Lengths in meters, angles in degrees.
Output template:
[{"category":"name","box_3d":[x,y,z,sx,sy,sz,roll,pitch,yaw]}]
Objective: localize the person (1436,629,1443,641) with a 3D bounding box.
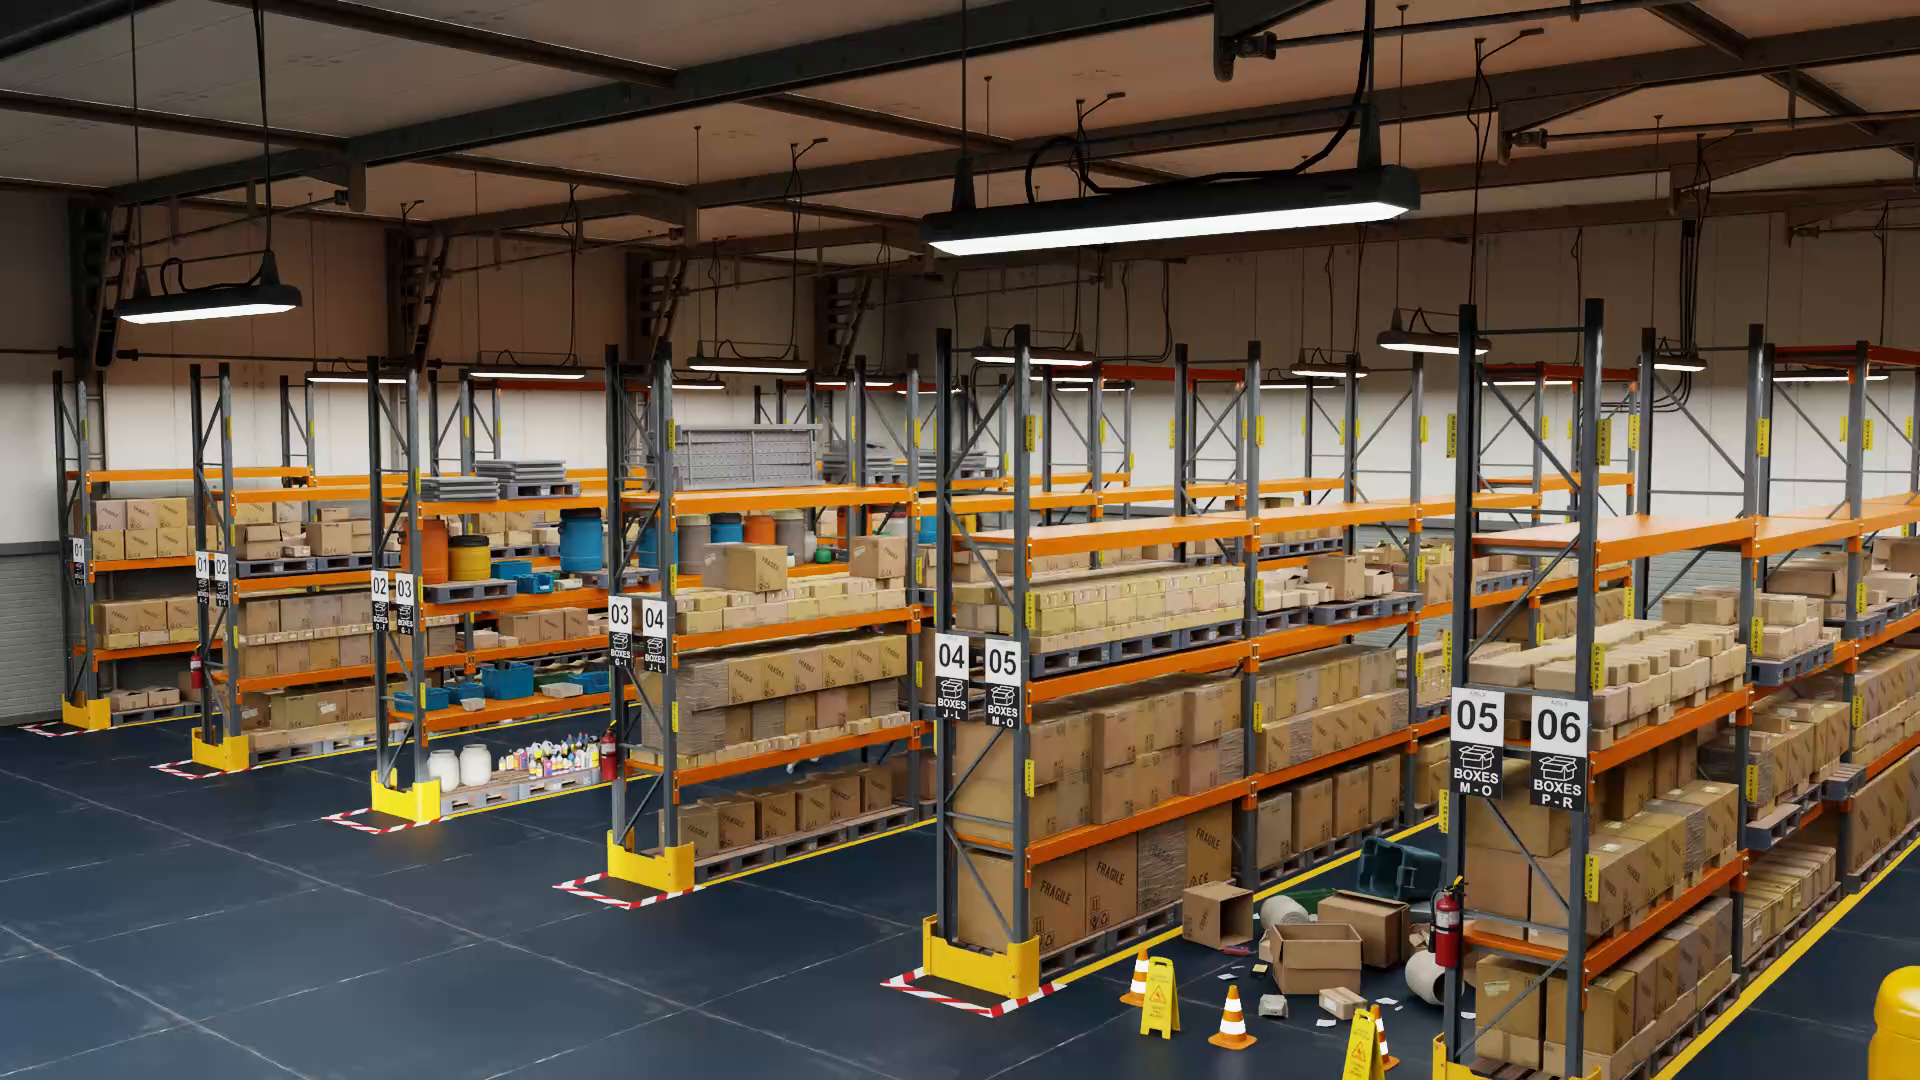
[{"category":"person","box_3d":[8.129,2.342,28.056,0.607,1.686,0.774,4,6,45]}]

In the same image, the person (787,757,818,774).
[{"category":"person","box_3d":[-2.348,2.610,24.665,0.529,1.576,0.864,2,4,21]}]

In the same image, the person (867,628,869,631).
[{"category":"person","box_3d":[-1.869,2.070,31.268,0.645,1.717,0.900,3,5,35]}]
